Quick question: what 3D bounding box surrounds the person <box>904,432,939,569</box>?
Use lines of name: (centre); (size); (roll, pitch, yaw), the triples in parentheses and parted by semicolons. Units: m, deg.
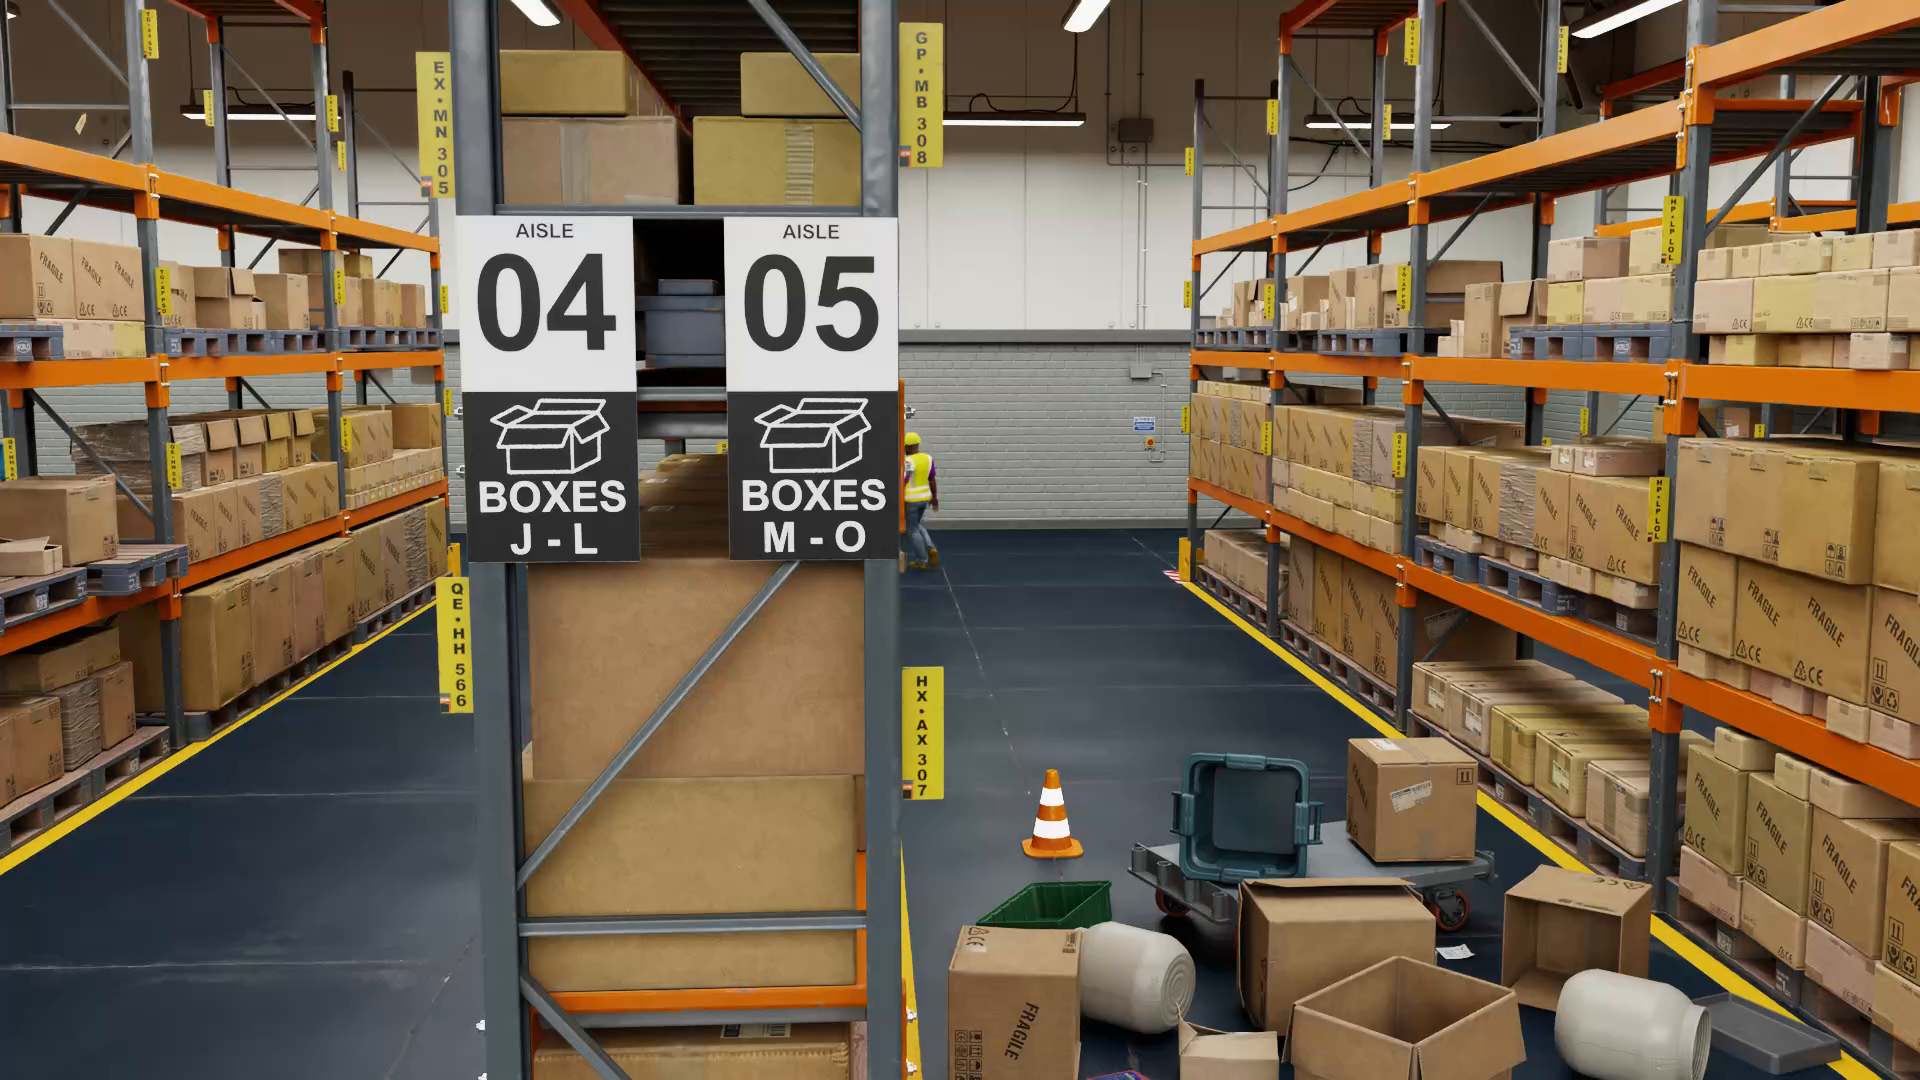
person: (-0.592, -0.502, 21.188); (0.460, 1.754, 0.654); (6, 9, 43)
